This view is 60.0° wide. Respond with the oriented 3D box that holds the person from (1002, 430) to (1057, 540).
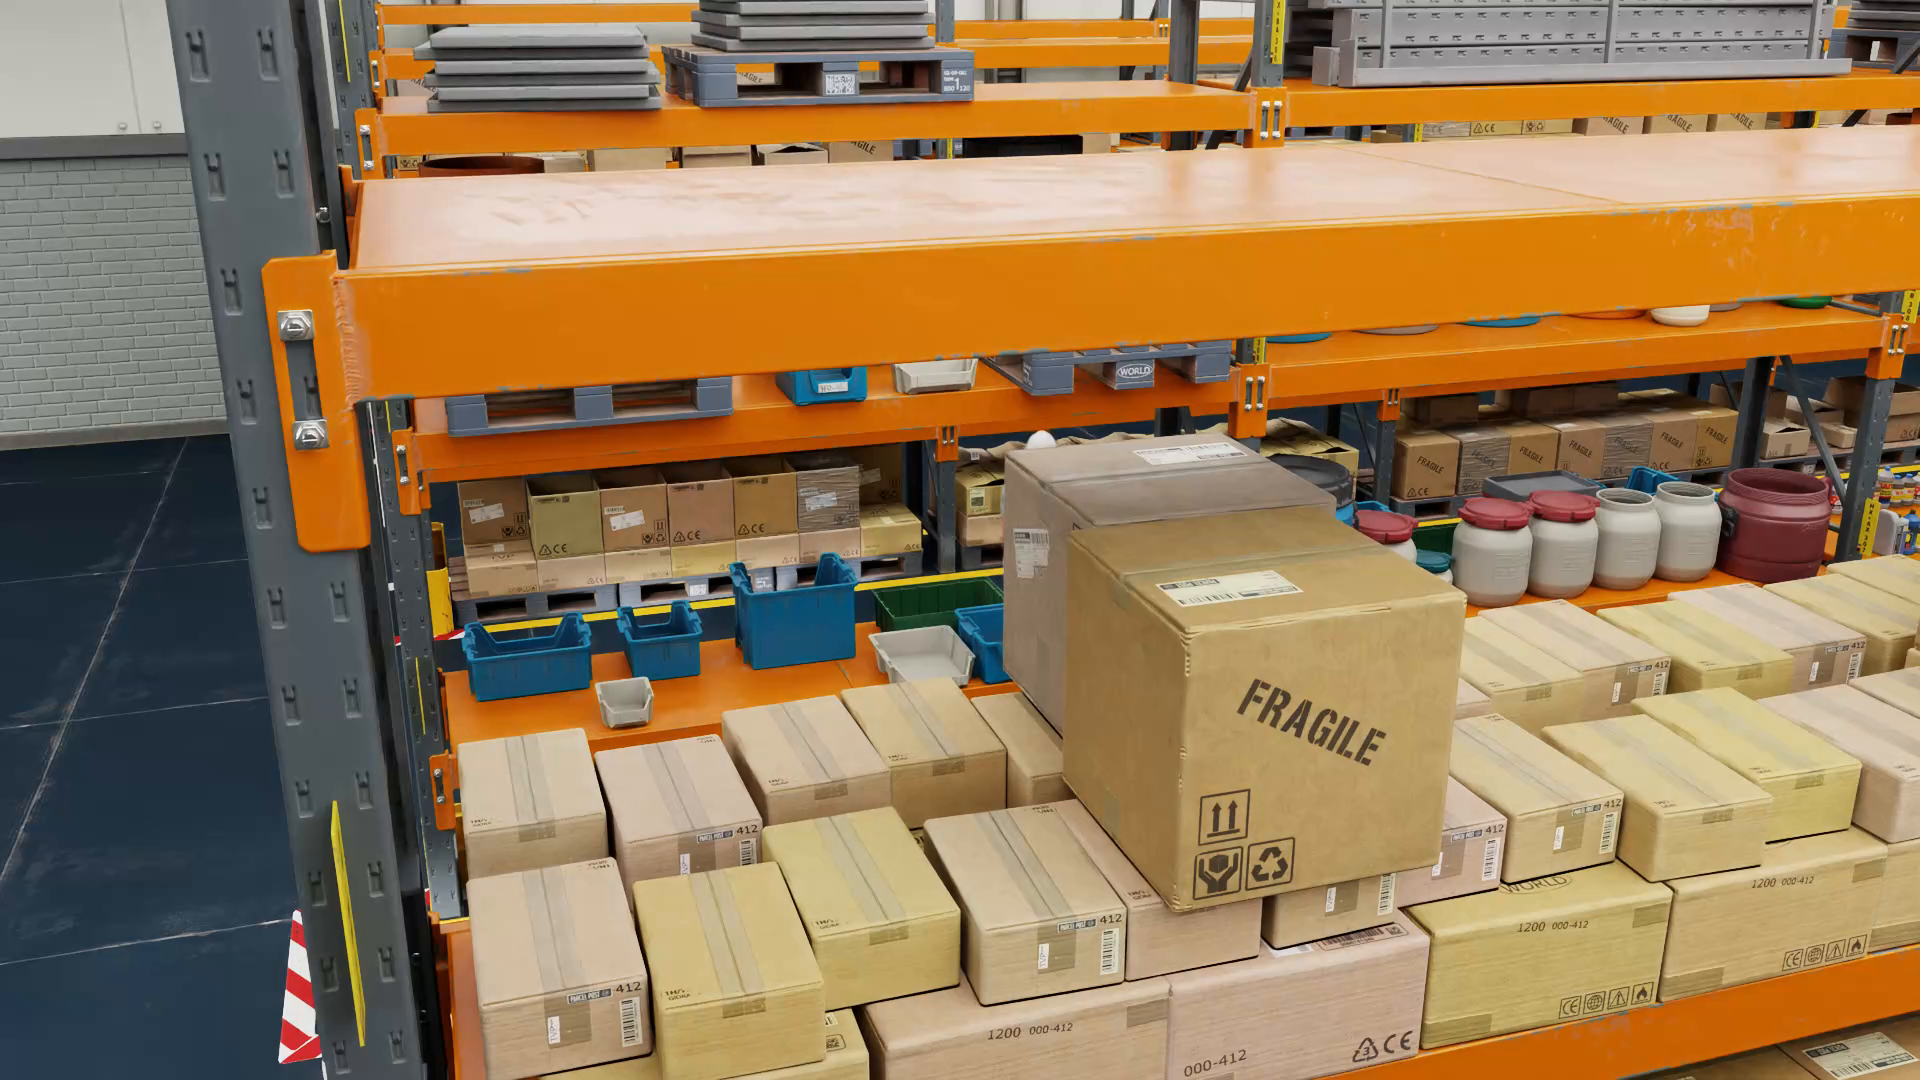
[{"bbox_3d":[0.575,0.145,11.054,0.561,1.792,0.449,-6,20,-16],"label":"person"}]
